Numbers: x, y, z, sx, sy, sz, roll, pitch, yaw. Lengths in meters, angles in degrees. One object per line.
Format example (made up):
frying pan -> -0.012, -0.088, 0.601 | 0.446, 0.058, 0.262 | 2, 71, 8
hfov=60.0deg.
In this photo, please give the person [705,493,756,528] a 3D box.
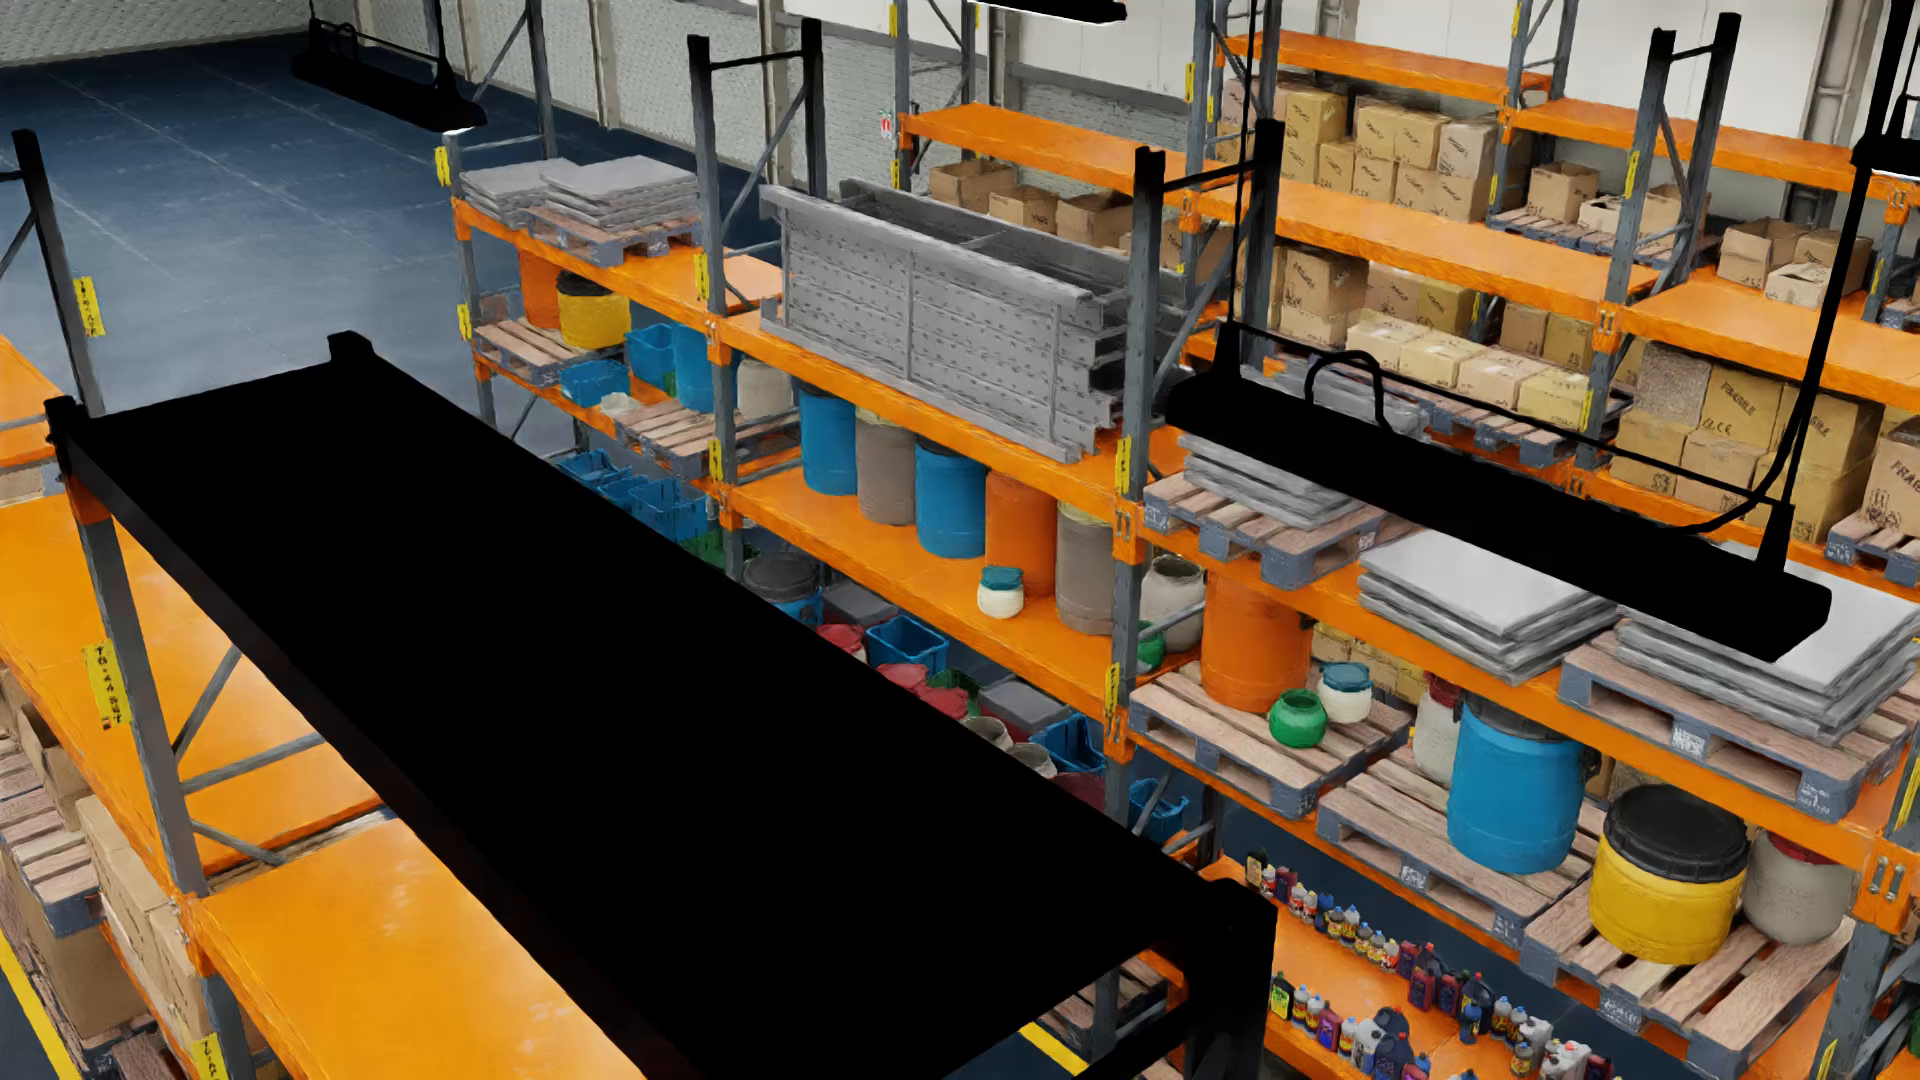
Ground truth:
person -> -2.465, -0.920, 17.513 | 0.542, 1.667, 0.573 | -4, 27, -8
